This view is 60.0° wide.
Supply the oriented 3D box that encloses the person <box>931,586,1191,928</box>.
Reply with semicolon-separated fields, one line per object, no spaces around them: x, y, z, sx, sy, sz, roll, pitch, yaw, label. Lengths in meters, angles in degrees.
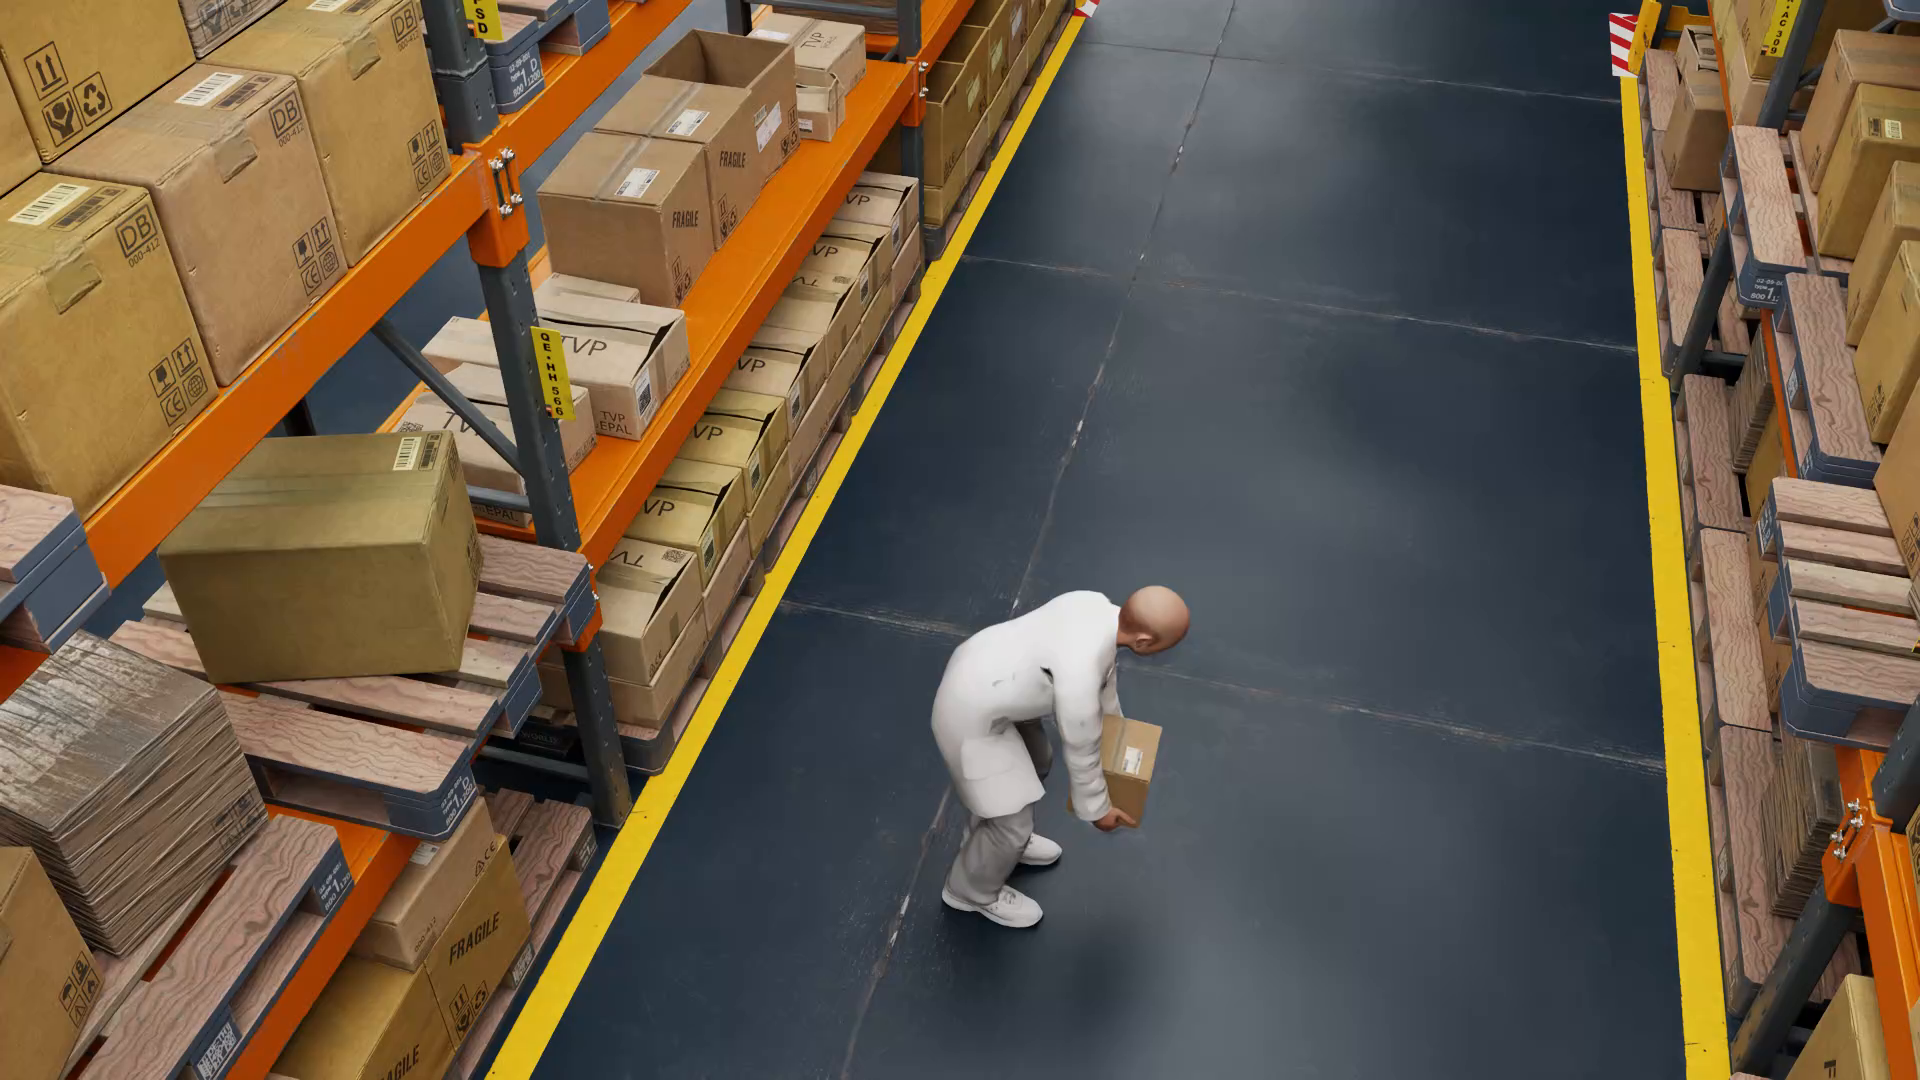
0.309;0.699;5.560;0.805;1.510;0.555;9;41;10;person
